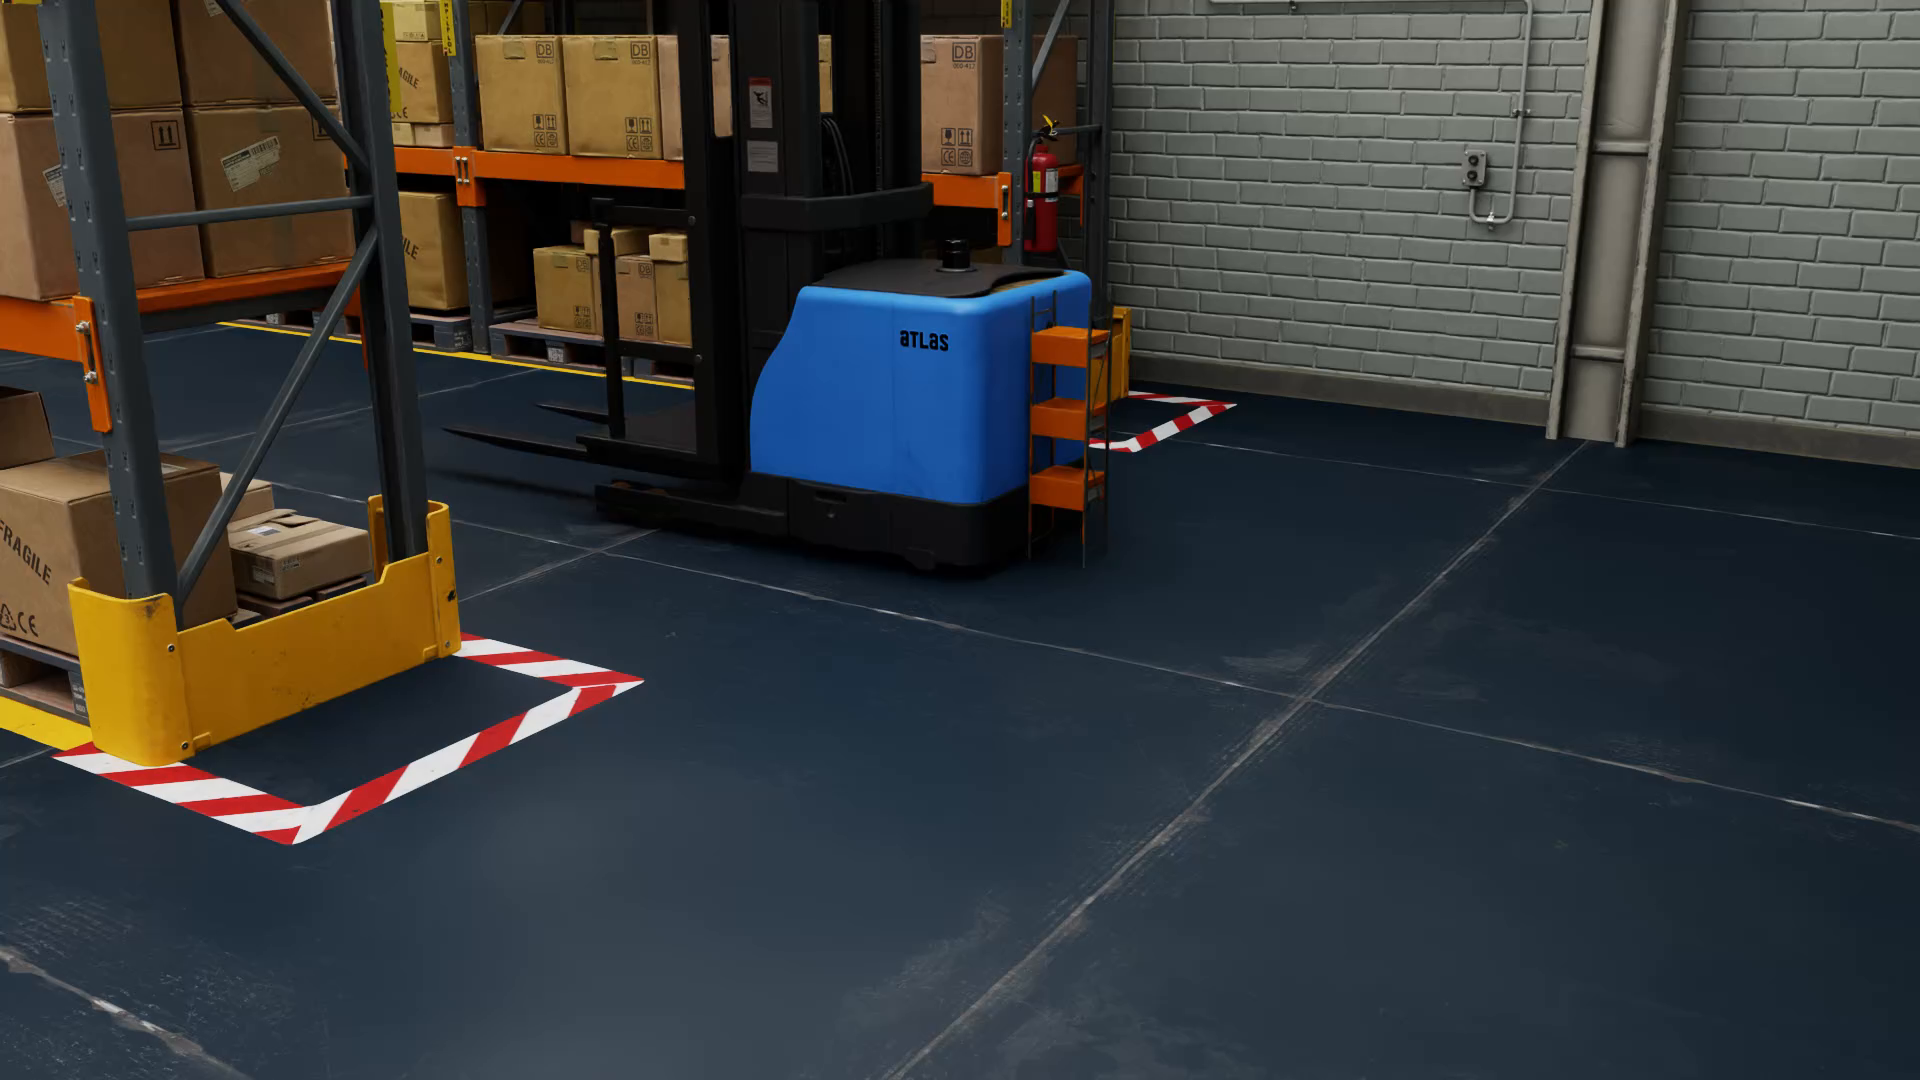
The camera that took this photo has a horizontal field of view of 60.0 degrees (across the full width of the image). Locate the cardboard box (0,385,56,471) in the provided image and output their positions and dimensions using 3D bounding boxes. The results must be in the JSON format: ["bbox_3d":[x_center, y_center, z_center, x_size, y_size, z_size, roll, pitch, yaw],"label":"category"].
[{"bbox_3d":[-3.866,-0.279,6.177,0.637,0.503,0.797,10,20,30],"label":"cardboard box"}]

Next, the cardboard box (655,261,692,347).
[{"bbox_3d":[-1.434,-1.485,10.186,0.500,0.500,0.700,11,20,31],"label":"cardboard box"}]

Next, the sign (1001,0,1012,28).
[{"bbox_3d":[0.233,-2.702,8.214,0.005,0.325,0.100,10,20,30],"label":"sign"}]

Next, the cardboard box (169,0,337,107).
[{"bbox_3d":[-2.301,-1.598,5.089,0.500,0.500,0.500,11,20,32],"label":"cardboard box"}]

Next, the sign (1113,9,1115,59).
[{"bbox_3d":[0.824,-2.755,9.165,0.005,0.325,0.100,10,20,30],"label":"sign"}]

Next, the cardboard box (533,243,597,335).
[{"bbox_3d":[-2.296,-1.641,10.700,0.500,0.500,0.700,10,20,31],"label":"cardboard box"}]

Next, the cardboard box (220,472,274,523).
[{"bbox_3d":[-2.802,-0.063,5.901,0.500,0.250,0.500,10,20,30],"label":"cardboard box"}]

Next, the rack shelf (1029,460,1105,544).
[{"bbox_3d":[0.428,-0.152,6.569,0.240,0.259,0.215,10,19,29],"label":"rack shelf"}]

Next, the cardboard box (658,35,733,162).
[{"bbox_3d":[-1.182,-2.611,9.801,0.700,0.700,0.980,9,19,27],"label":"cardboard box"}]

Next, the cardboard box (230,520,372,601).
[{"bbox_3d":[-2.238,0.066,5.652,0.250,0.149,0.380,10,20,30],"label":"cardboard box"}]

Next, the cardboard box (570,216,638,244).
[{"bbox_3d":[-2.316,-2.022,10.840,0.250,0.149,0.380,10,20,30],"label":"cardboard box"}]

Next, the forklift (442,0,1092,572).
[{"bbox_3d":[-0.976,-1.578,7.032,3.031,2.935,1.130,10,19,29],"label":"forklift"}]

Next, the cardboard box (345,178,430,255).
[{"bbox_3d":[-4.261,-2.148,11.769,0.750,0.750,0.750,11,20,32],"label":"cardboard box"}]

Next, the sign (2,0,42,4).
[{"bbox_3d":[-2.368,-1.510,4.155,0.005,0.325,0.100,10,20,30],"label":"sign"}]

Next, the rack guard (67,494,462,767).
[{"bbox_3d":[-2.125,0.245,5.213,0.348,0.500,1.175,10,20,30],"label":"rack guard"}]

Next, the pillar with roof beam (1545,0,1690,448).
[{"bbox_3d":[1.029,-3.774,3.824,0.400,9.000,9.100,10,20,30],"label":"pillar with roof beam"}]

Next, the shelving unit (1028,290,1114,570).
[{"bbox_3d":[0.428,-0.428,6.485,0.252,1.050,0.215,10,19,29],"label":"shelving unit"}]

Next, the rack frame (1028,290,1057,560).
[{"bbox_3d":[0.323,-0.447,6.545,0.008,1.050,0.200,10,19,29],"label":"rack frame"}]

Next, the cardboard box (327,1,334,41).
[{"bbox_3d":[-3.842,-3.421,10.975,0.500,0.250,0.500,11,20,31],"label":"cardboard box"}]

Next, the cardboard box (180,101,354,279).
[{"bbox_3d":[-2.301,-1.120,5.234,0.500,0.500,0.500,11,20,31],"label":"cardboard box"}]

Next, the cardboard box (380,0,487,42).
[{"bbox_3d":[-3.412,-3.341,10.711,0.500,0.250,0.500,11,20,31],"label":"cardboard box"}]

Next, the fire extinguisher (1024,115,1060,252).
[{"bbox_3d":[0.416,-1.814,8.466,0.183,0.674,0.296,10,20,30],"label":"fire extinguisher"}]

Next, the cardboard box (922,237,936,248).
[{"bbox_3d":[-0.341,-1.671,9.683,0.250,0.149,0.380,10,20,30],"label":"cardboard box"}]

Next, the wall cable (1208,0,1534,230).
[{"bbox_3d":[2.115,-2.692,8.835,1.851,1.984,0.084,10,20,30],"label":"wall cable"}]

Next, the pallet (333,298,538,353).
[{"bbox_3d":[-3.577,-1.539,11.586,1.213,0.211,1.003,10,20,30],"label":"pallet"}]

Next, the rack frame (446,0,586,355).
[{"bbox_3d":[-2.880,-2.775,10.855,0.127,3.000,1.000,10,20,30],"label":"rack frame"}]

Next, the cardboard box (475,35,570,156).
[{"bbox_3d":[-2.426,-2.832,10.527,0.700,0.700,0.980,10,20,31],"label":"cardboard box"}]

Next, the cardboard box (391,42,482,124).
[{"bbox_3d":[-3.405,-2.982,10.820,0.500,0.500,0.500,10,19,29],"label":"cardboard box"}]

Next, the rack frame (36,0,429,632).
[{"bbox_3d":[-2.061,-0.939,4.812,0.127,3.000,1.000,10,20,30],"label":"rack frame"}]

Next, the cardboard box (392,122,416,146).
[{"bbox_3d":[-3.544,-2.678,10.935,0.250,0.149,0.380,11,20,31],"label":"cardboard box"}]

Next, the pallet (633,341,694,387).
[{"bbox_3d":[-1.229,-1.120,10.206,1.213,0.211,1.003,10,20,30],"label":"pallet"}]

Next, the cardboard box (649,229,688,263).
[{"bbox_3d":[-1.655,-1.774,10.024,0.250,0.149,0.380,9,19,28],"label":"cardboard box"}]

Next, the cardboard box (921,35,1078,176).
[{"bbox_3d":[0.089,-2.385,9.056,0.700,0.700,0.980,11,20,33],"label":"cardboard box"}]

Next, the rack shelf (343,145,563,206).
[{"bbox_3d":[-4.584,-2.735,11.961,4.000,0.370,1.077,10,20,30],"label":"rack shelf"}]
